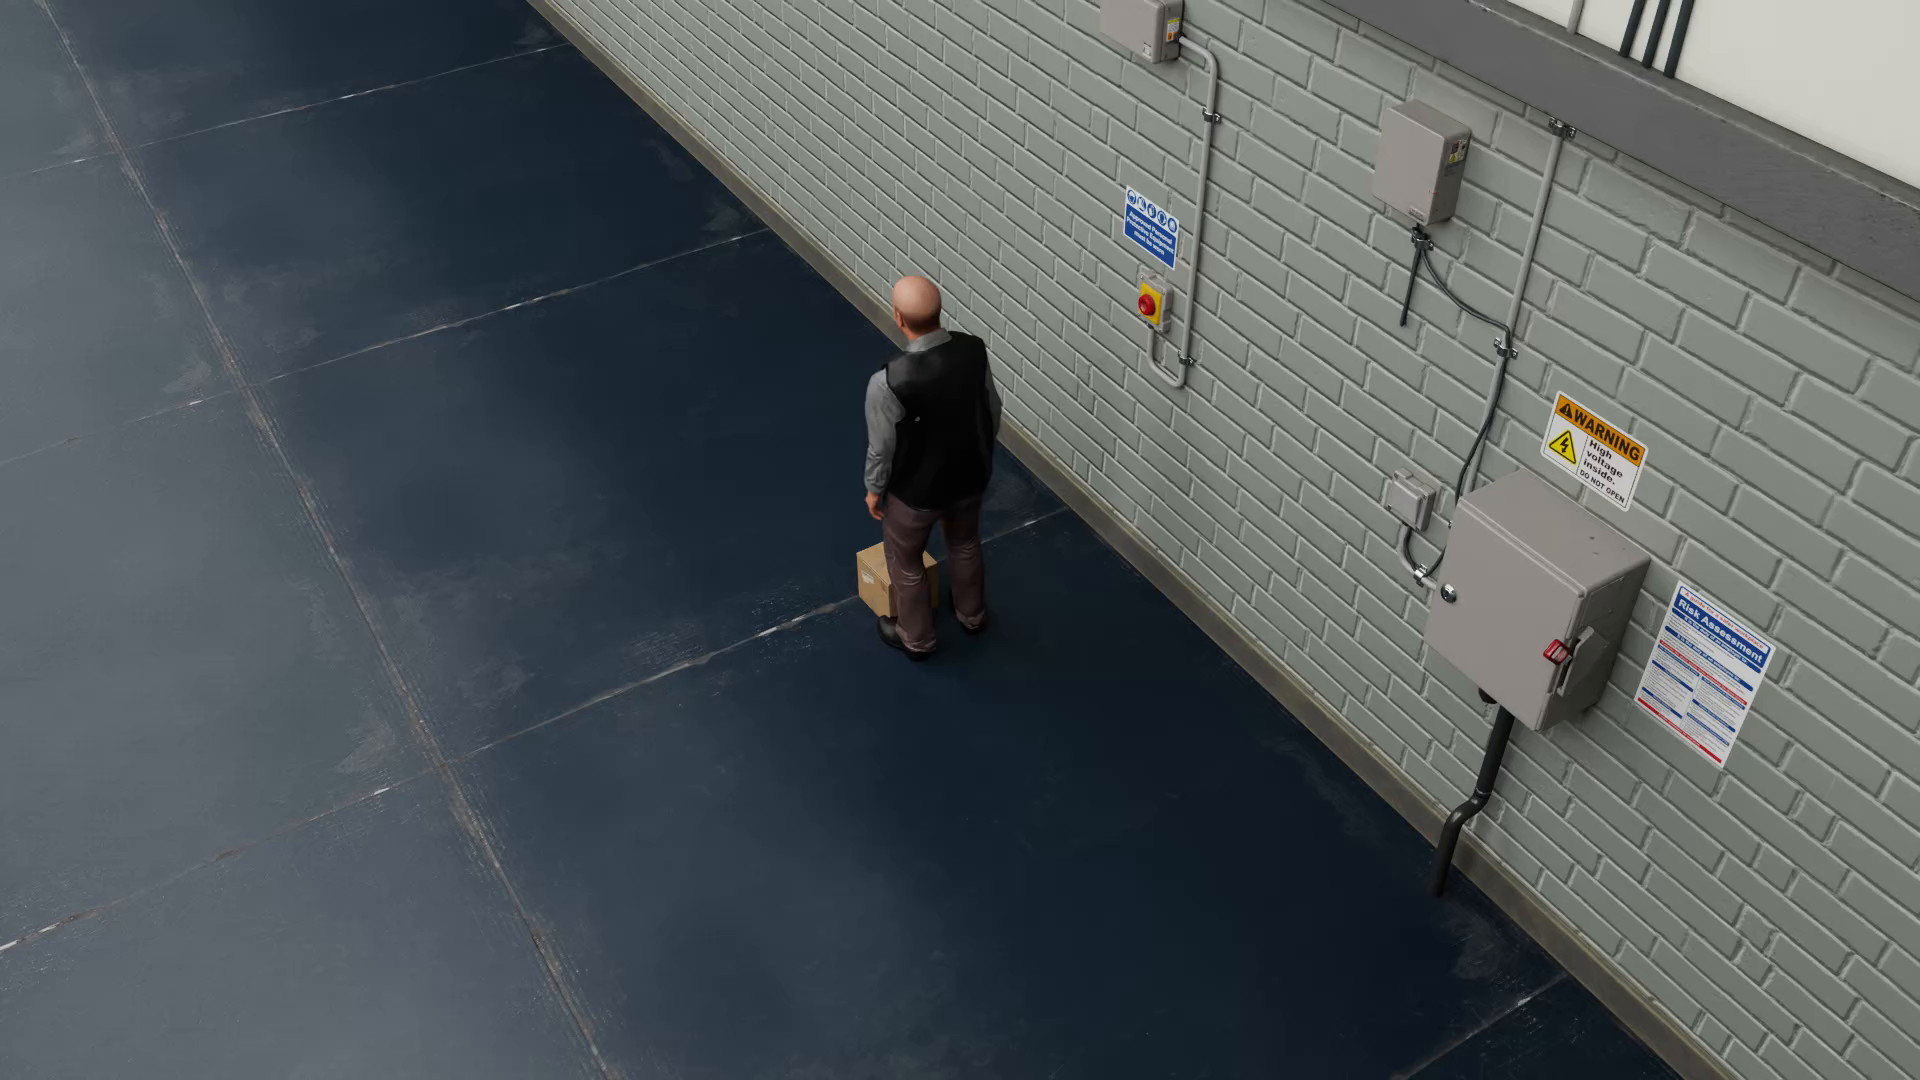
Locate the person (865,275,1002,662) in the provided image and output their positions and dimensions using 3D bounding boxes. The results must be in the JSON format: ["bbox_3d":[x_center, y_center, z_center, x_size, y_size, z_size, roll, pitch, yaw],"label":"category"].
[{"bbox_3d":[-0.101,-0.241,6.458,0.580,1.720,0.421,-22,45,-24],"label":"person"}]
